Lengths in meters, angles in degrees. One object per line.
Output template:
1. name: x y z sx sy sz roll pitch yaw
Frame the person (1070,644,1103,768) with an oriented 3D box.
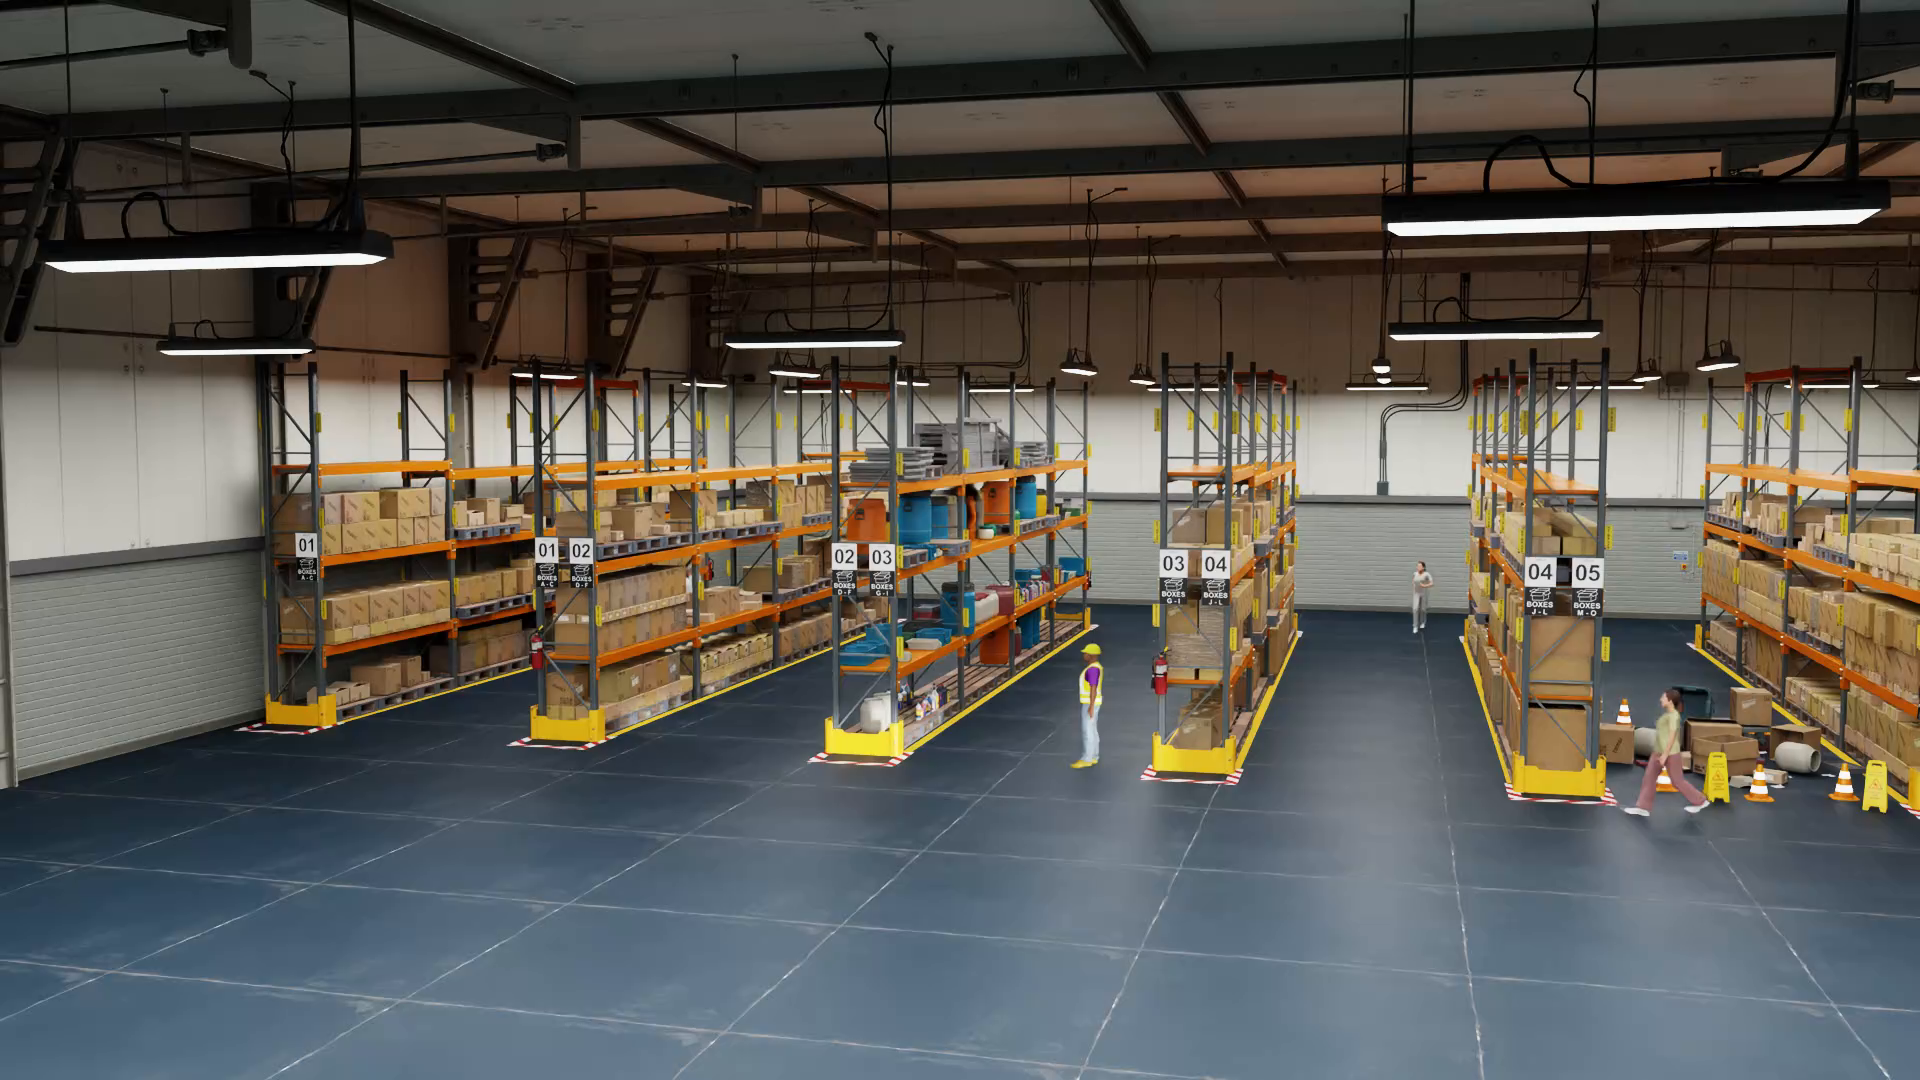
1. person: 1.863 2.405 24.346 0.443 1.770 0.653 1 4 10

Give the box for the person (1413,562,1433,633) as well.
1. person: 11.121 1.364 39.976 0.497 1.704 0.833 1 4 19

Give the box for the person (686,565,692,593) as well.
1. person: -6.343 1.420 38.558 0.645 1.730 0.980 0 4 4

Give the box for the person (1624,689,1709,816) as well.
1. person: 8.992 2.705 21.064 0.984 1.634 0.434 -1 4 -7
